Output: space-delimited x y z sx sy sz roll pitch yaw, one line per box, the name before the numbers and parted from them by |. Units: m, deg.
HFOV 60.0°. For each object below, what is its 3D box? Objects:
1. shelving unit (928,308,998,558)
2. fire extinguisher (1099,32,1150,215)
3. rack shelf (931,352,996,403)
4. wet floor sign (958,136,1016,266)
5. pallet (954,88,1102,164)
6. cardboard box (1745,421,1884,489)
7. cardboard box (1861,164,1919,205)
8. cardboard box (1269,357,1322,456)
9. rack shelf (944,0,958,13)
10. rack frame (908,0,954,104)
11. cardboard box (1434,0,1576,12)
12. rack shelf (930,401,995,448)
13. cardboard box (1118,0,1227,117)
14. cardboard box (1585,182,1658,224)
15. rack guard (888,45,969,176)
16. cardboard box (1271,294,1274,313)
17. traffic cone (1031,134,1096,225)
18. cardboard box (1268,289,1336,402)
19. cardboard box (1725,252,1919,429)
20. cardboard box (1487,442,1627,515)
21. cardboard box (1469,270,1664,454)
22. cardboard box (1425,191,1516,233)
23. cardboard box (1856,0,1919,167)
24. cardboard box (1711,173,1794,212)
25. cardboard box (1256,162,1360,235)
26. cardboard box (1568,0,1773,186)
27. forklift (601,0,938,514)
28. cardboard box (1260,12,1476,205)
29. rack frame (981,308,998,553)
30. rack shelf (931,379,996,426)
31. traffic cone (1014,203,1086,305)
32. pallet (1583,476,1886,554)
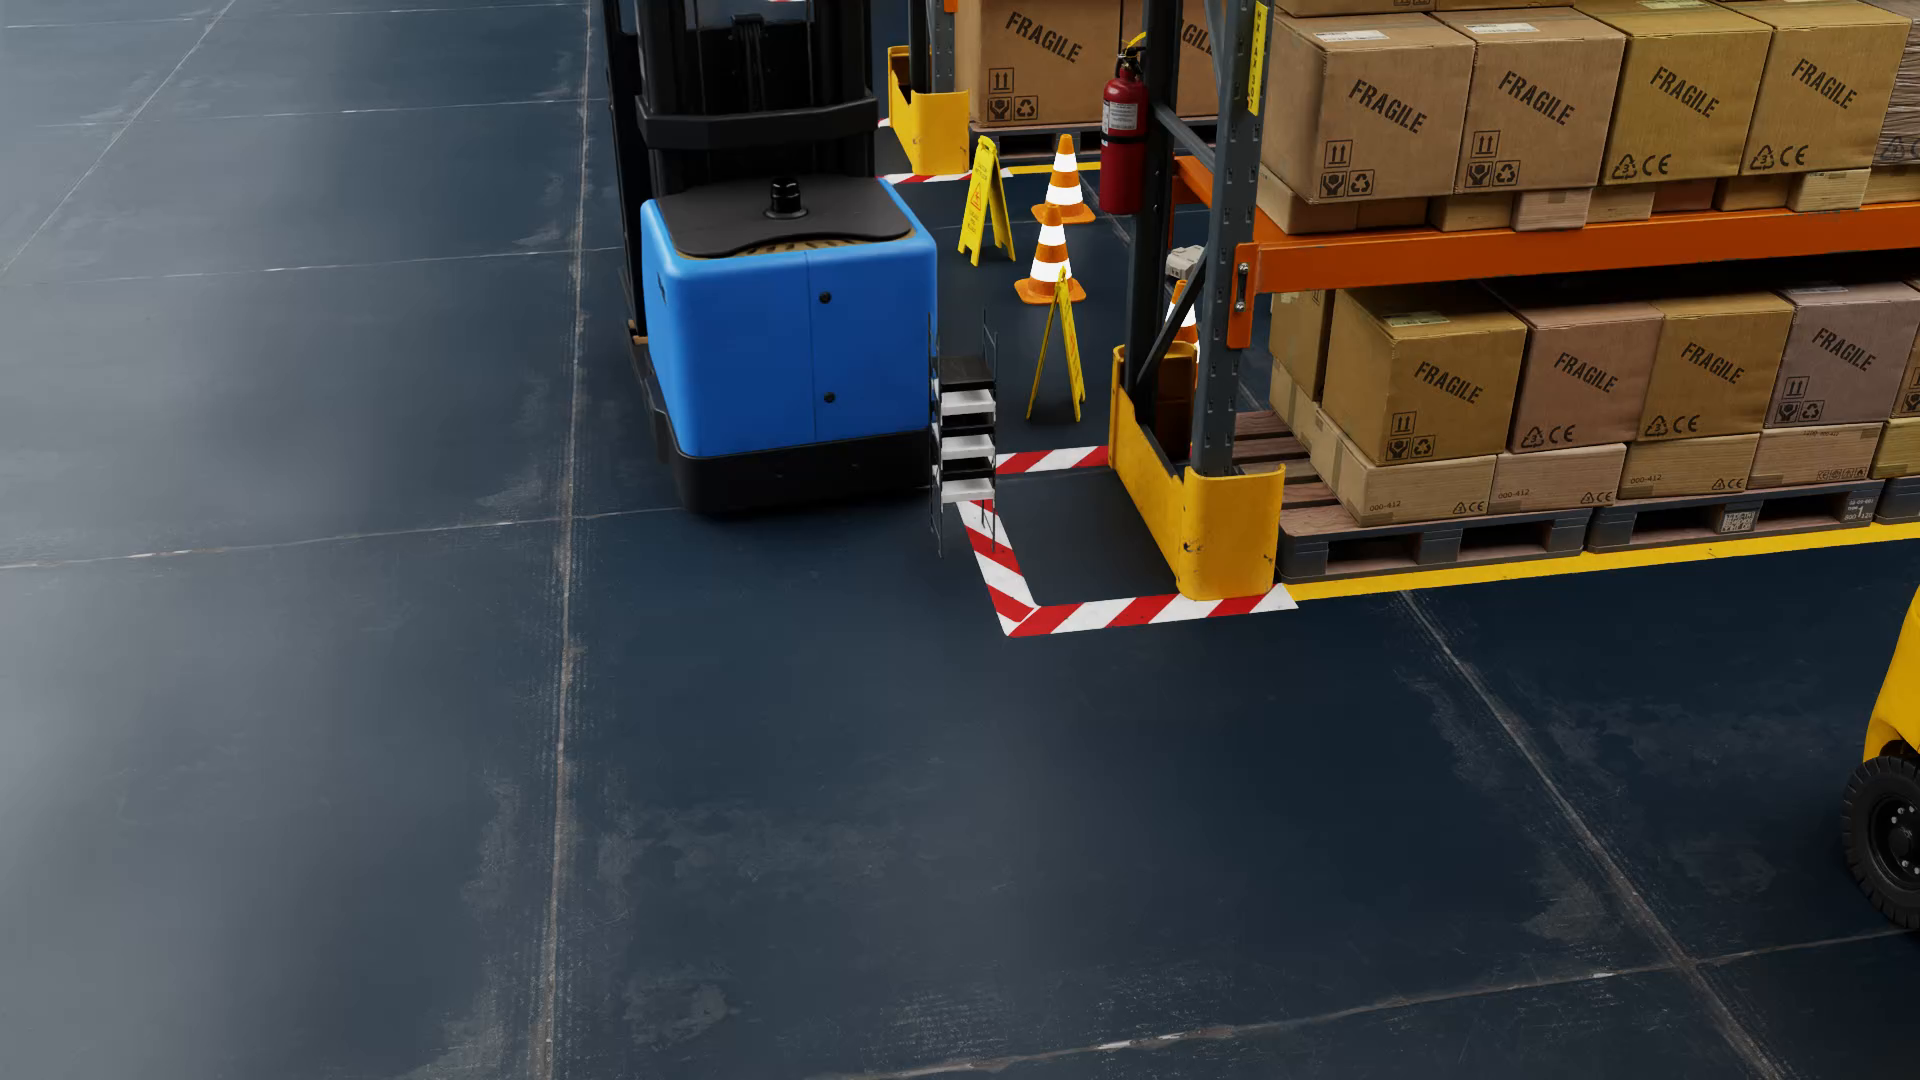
shelving unit | 0.008 -0.389 6.165 0.210 0.900 0.258 -5 31 -9
fire extinguisher | 0.612 -1.552 6.149 0.183 0.674 0.296 -5 31 -9
rack shelf | 0.008 -0.593 6.045 0.200 0.077 0.258 -5 31 -9
wet floor sign | 0.144 -1.820 8.851 0.232 0.644 0.267 -11 32 -17
pallet | 0.589 -2.735 10.835 1.213 0.211 1.003 -5 31 -9
cardboard box | 3.186 -0.442 6.482 0.500 0.250 0.500 -5 31 -8
cardboard box | 3.225 -1.339 5.957 0.250 0.149 0.380 -6 31 -10
cardboard box | 1.577 -0.572 6.704 0.500 0.250 0.500 -5 31 -9
rack shelf | 1.783 -3.698 10.430 4.000 0.370 1.077 -5 31 -9
rack frame | -0.184 -3.825 9.938 0.127 3.000 1.000 -5 31 -9
cardboard box | 1.770 -2.167 5.738 0.500 0.500 0.700 -5 31 -8
rack shelf | 0.008 -0.438 6.136 0.200 0.077 0.258 -5 31 -9
cardboard box | 1.336 -3.266 10.669 0.875 0.875 0.875 -6 31 -10
cardboard box | 2.206 -1.240 5.790 0.250 0.149 0.380 -5 31 -8
rack guard | -0.207 -2.745 10.567 0.348 0.500 1.175 -5 31 -9
cardboard box | 1.732 -1.264 8.395 0.250 0.149 0.380 10 32 17
traffic cone | 0.594 -2.072 9.459 0.334 0.463 0.336 -5 31 -9
cardboard box | 1.548 -0.888 6.502 0.500 0.500 0.500 -5 31 -9
cardboard box | 3.206 -0.768 6.297 0.500 0.500 0.500 -4 31 -6
cardboard box | 2.154 -0.341 6.310 0.500 0.250 0.500 -4 31 -7
cardboard box | 2.187 -0.673 6.136 0.500 0.500 0.500 -6 31 -11
cardboard box | 1.700 -1.200 5.721 0.250 0.149 0.380 -6 31 -11
cardboard box | 3.335 -1.638 5.826 0.500 0.500 0.500 -4 31 -8
cardboard box | 2.720 -1.304 5.897 0.250 0.149 0.380 -6 31 -10
cardboard box | 1.179 -1.186 5.697 0.250 0.149 0.380 -5 31 -9
cardboard box | 2.333 -1.539 5.657 0.500 0.500 0.500 -6 31 -10
forklift | -0.973 -2.100 7.072 1.130 2.935 3.031 -8 31 -14
cardboard box | 1.323 -1.443 5.494 0.500 0.500 0.500 -6 31 -10
rack frame | 0.108 -0.398 6.181 0.006 0.900 0.240 -5 31 -9
rack shelf | 0.008 -0.515 6.090 0.200 0.077 0.258 -5 31 -9
traffic cone | 0.463 -1.478 8.448 0.334 0.463 0.336 -5 31 -9
pallet | 2.885 -0.337 6.757 1.213 0.211 1.003 -5 31 -9
